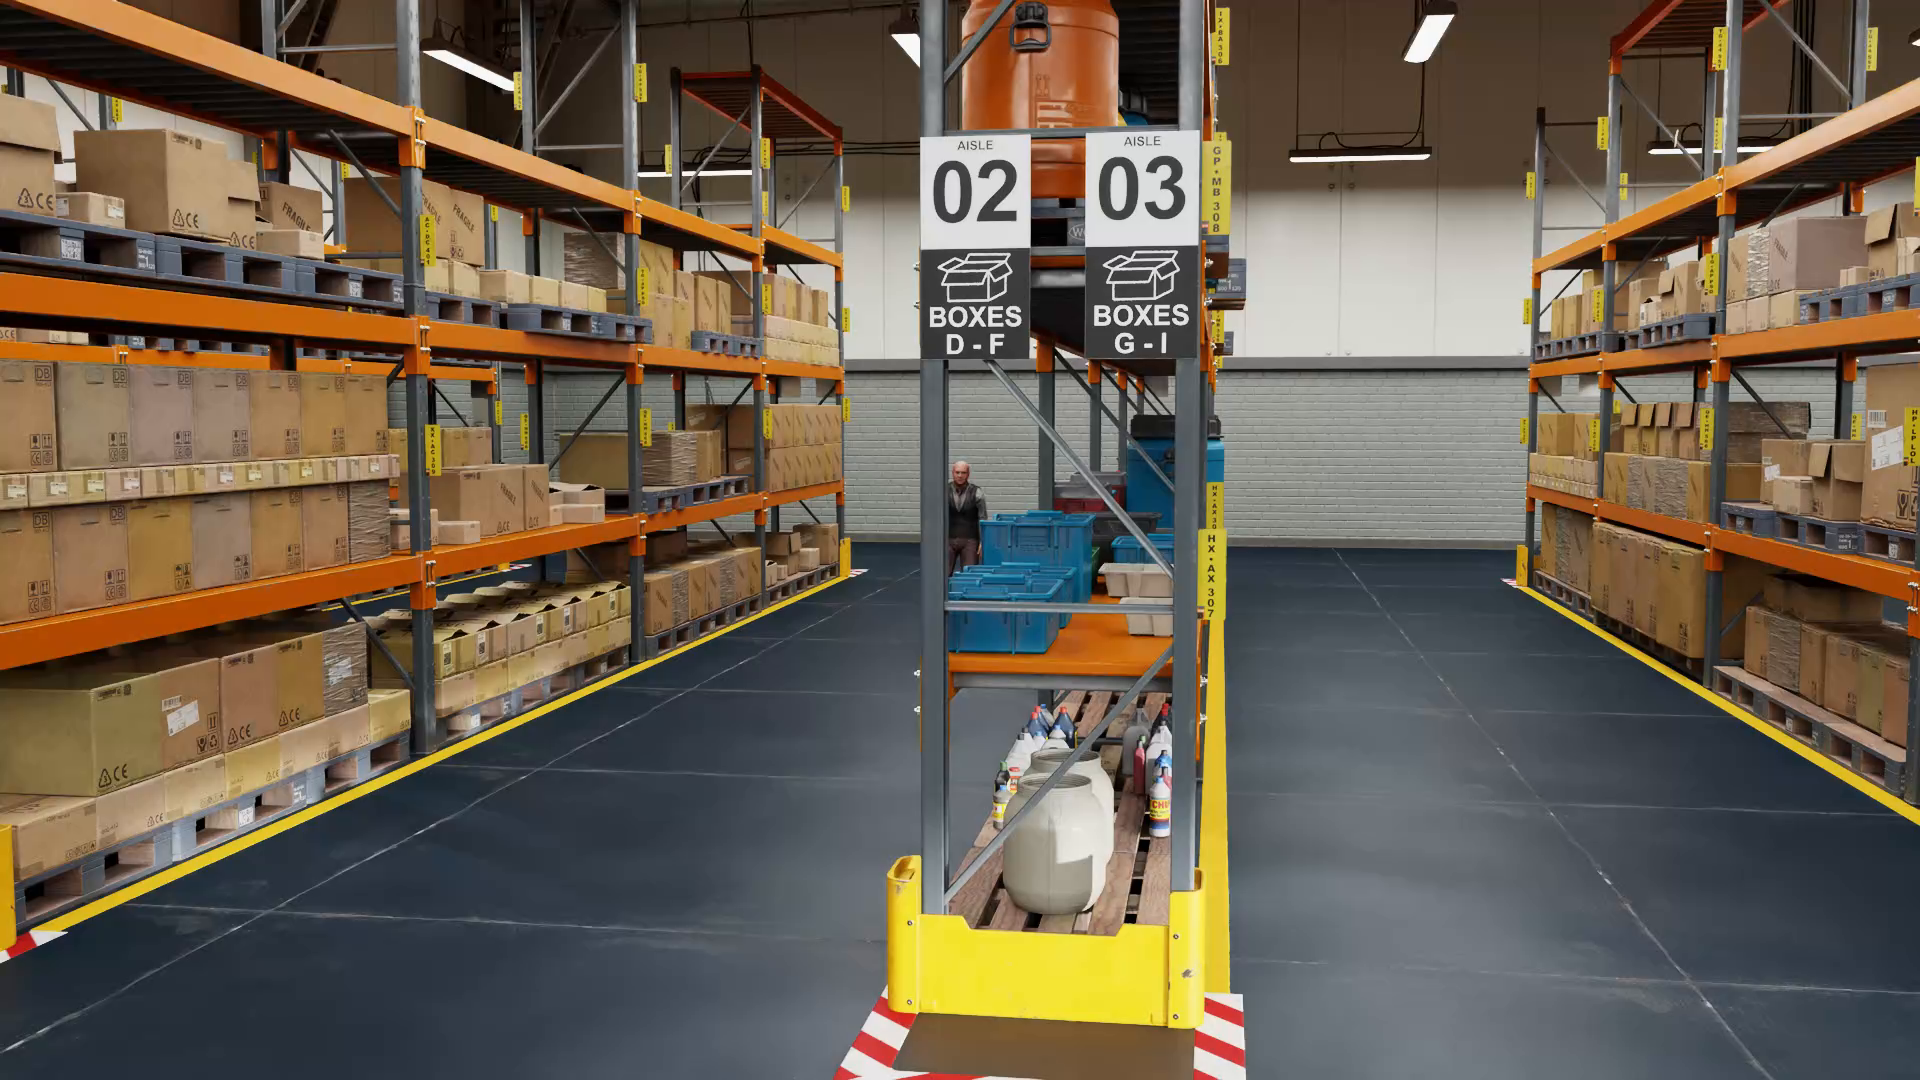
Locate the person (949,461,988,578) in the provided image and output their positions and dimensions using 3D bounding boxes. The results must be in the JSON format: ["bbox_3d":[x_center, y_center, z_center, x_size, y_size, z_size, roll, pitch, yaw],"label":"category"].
[{"bbox_3d":[-0.007,0.051,16.968,0.591,1.720,0.423,0,4,5],"label":"person"}]
